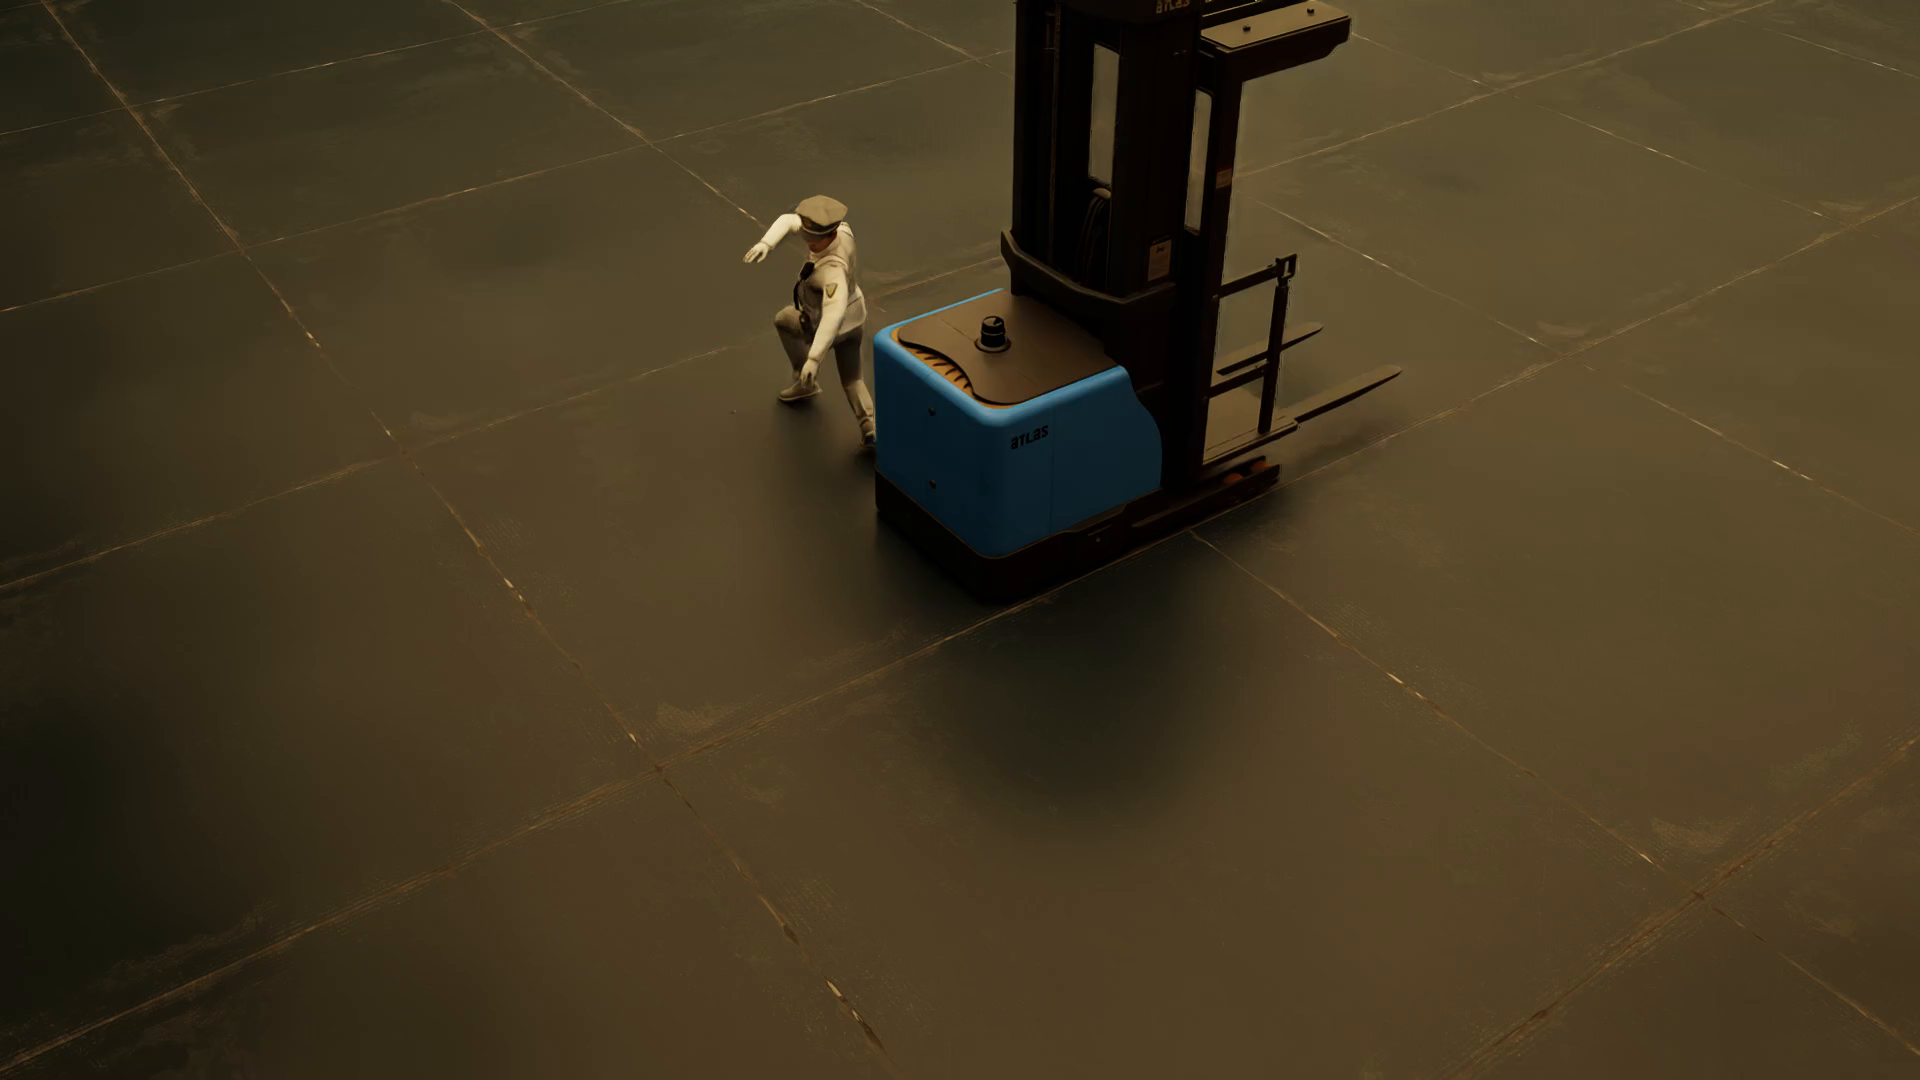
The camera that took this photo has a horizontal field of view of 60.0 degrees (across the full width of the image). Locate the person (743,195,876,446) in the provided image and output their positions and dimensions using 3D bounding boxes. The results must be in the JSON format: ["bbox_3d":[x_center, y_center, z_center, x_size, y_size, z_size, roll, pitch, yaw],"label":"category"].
[{"bbox_3d":[-0.790,-1.122,8.787,0.938,1.408,0.744,28,45,32],"label":"person"}]

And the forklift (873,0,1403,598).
[{"bbox_3d":[1.061,-1.594,8.100,3.031,2.935,1.130,-23,42,-28],"label":"forklift"}]
